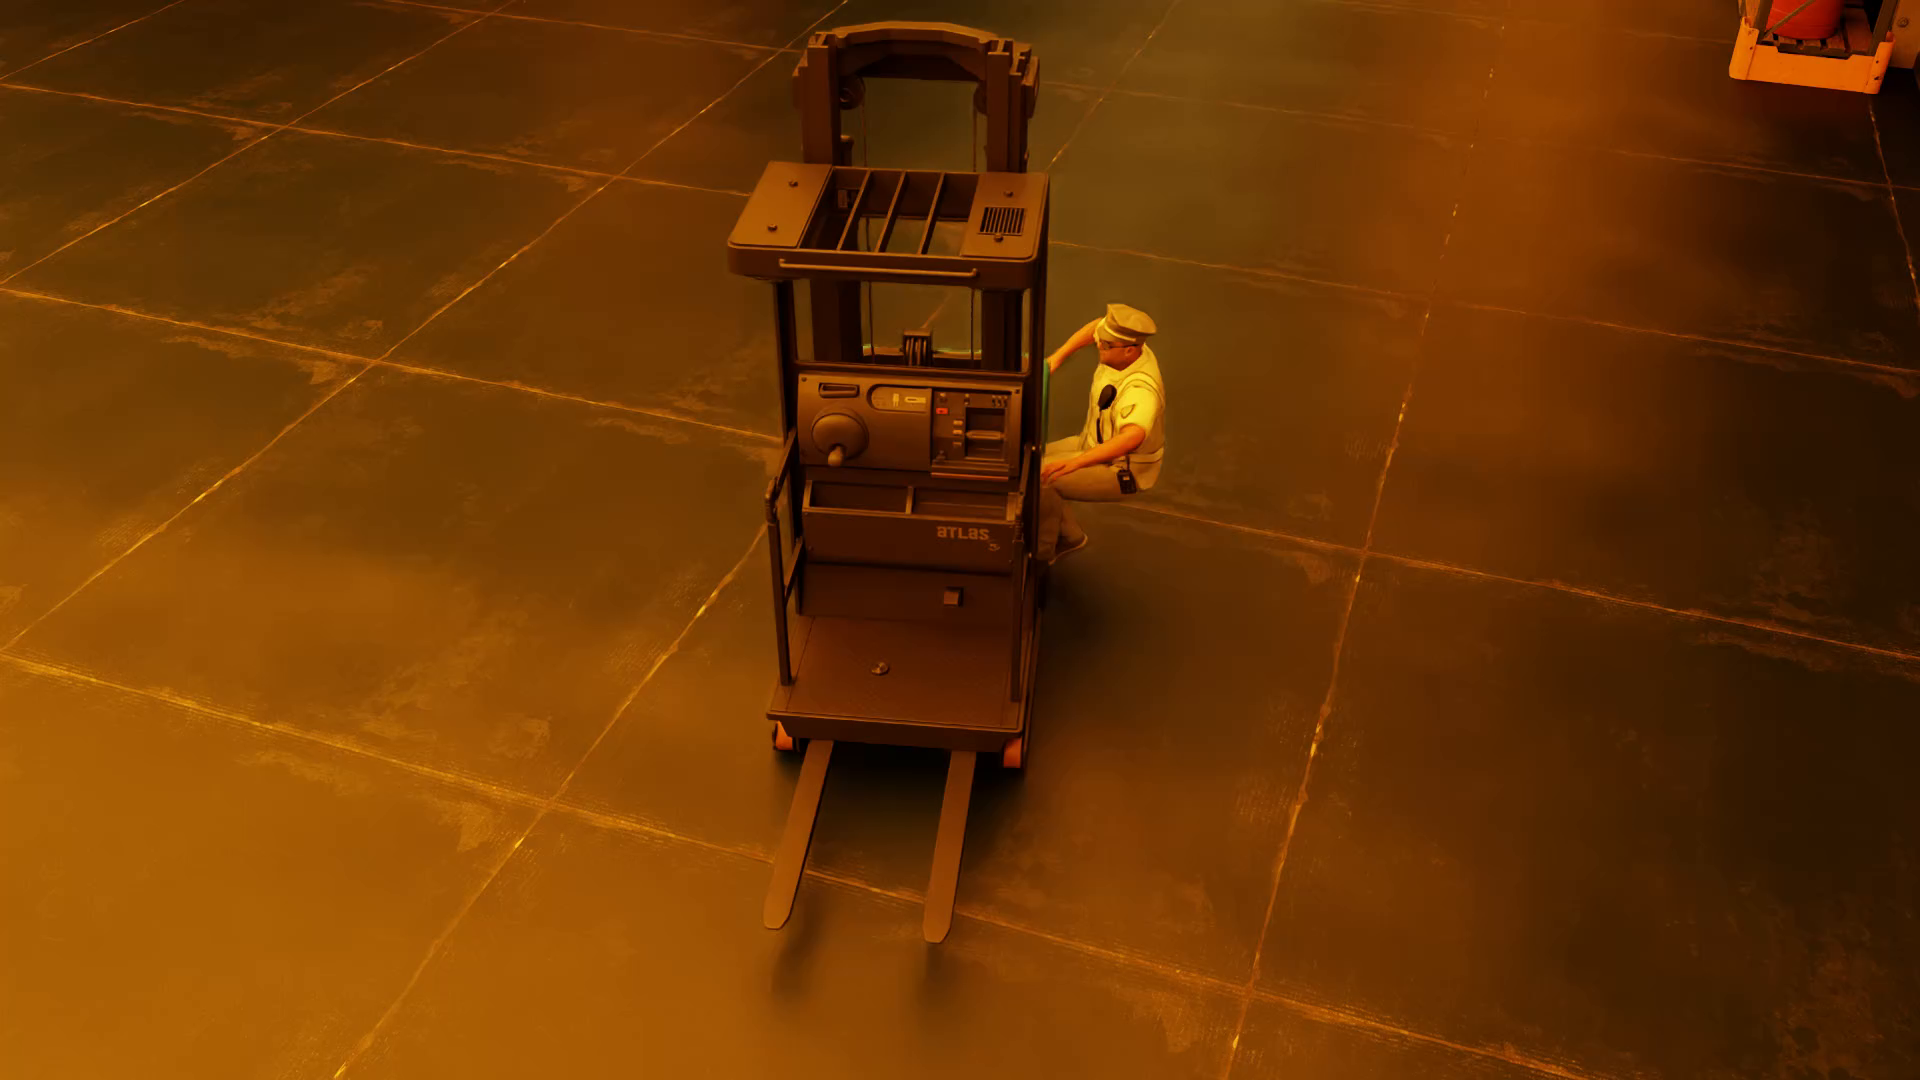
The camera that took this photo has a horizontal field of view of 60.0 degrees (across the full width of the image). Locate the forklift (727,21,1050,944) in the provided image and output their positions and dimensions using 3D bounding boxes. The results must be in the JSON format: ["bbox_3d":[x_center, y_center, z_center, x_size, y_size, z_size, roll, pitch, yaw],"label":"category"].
[{"bbox_3d":[-0.230,-0.413,6.694,1.130,2.935,3.031,4,36,5],"label":"forklift"}]
